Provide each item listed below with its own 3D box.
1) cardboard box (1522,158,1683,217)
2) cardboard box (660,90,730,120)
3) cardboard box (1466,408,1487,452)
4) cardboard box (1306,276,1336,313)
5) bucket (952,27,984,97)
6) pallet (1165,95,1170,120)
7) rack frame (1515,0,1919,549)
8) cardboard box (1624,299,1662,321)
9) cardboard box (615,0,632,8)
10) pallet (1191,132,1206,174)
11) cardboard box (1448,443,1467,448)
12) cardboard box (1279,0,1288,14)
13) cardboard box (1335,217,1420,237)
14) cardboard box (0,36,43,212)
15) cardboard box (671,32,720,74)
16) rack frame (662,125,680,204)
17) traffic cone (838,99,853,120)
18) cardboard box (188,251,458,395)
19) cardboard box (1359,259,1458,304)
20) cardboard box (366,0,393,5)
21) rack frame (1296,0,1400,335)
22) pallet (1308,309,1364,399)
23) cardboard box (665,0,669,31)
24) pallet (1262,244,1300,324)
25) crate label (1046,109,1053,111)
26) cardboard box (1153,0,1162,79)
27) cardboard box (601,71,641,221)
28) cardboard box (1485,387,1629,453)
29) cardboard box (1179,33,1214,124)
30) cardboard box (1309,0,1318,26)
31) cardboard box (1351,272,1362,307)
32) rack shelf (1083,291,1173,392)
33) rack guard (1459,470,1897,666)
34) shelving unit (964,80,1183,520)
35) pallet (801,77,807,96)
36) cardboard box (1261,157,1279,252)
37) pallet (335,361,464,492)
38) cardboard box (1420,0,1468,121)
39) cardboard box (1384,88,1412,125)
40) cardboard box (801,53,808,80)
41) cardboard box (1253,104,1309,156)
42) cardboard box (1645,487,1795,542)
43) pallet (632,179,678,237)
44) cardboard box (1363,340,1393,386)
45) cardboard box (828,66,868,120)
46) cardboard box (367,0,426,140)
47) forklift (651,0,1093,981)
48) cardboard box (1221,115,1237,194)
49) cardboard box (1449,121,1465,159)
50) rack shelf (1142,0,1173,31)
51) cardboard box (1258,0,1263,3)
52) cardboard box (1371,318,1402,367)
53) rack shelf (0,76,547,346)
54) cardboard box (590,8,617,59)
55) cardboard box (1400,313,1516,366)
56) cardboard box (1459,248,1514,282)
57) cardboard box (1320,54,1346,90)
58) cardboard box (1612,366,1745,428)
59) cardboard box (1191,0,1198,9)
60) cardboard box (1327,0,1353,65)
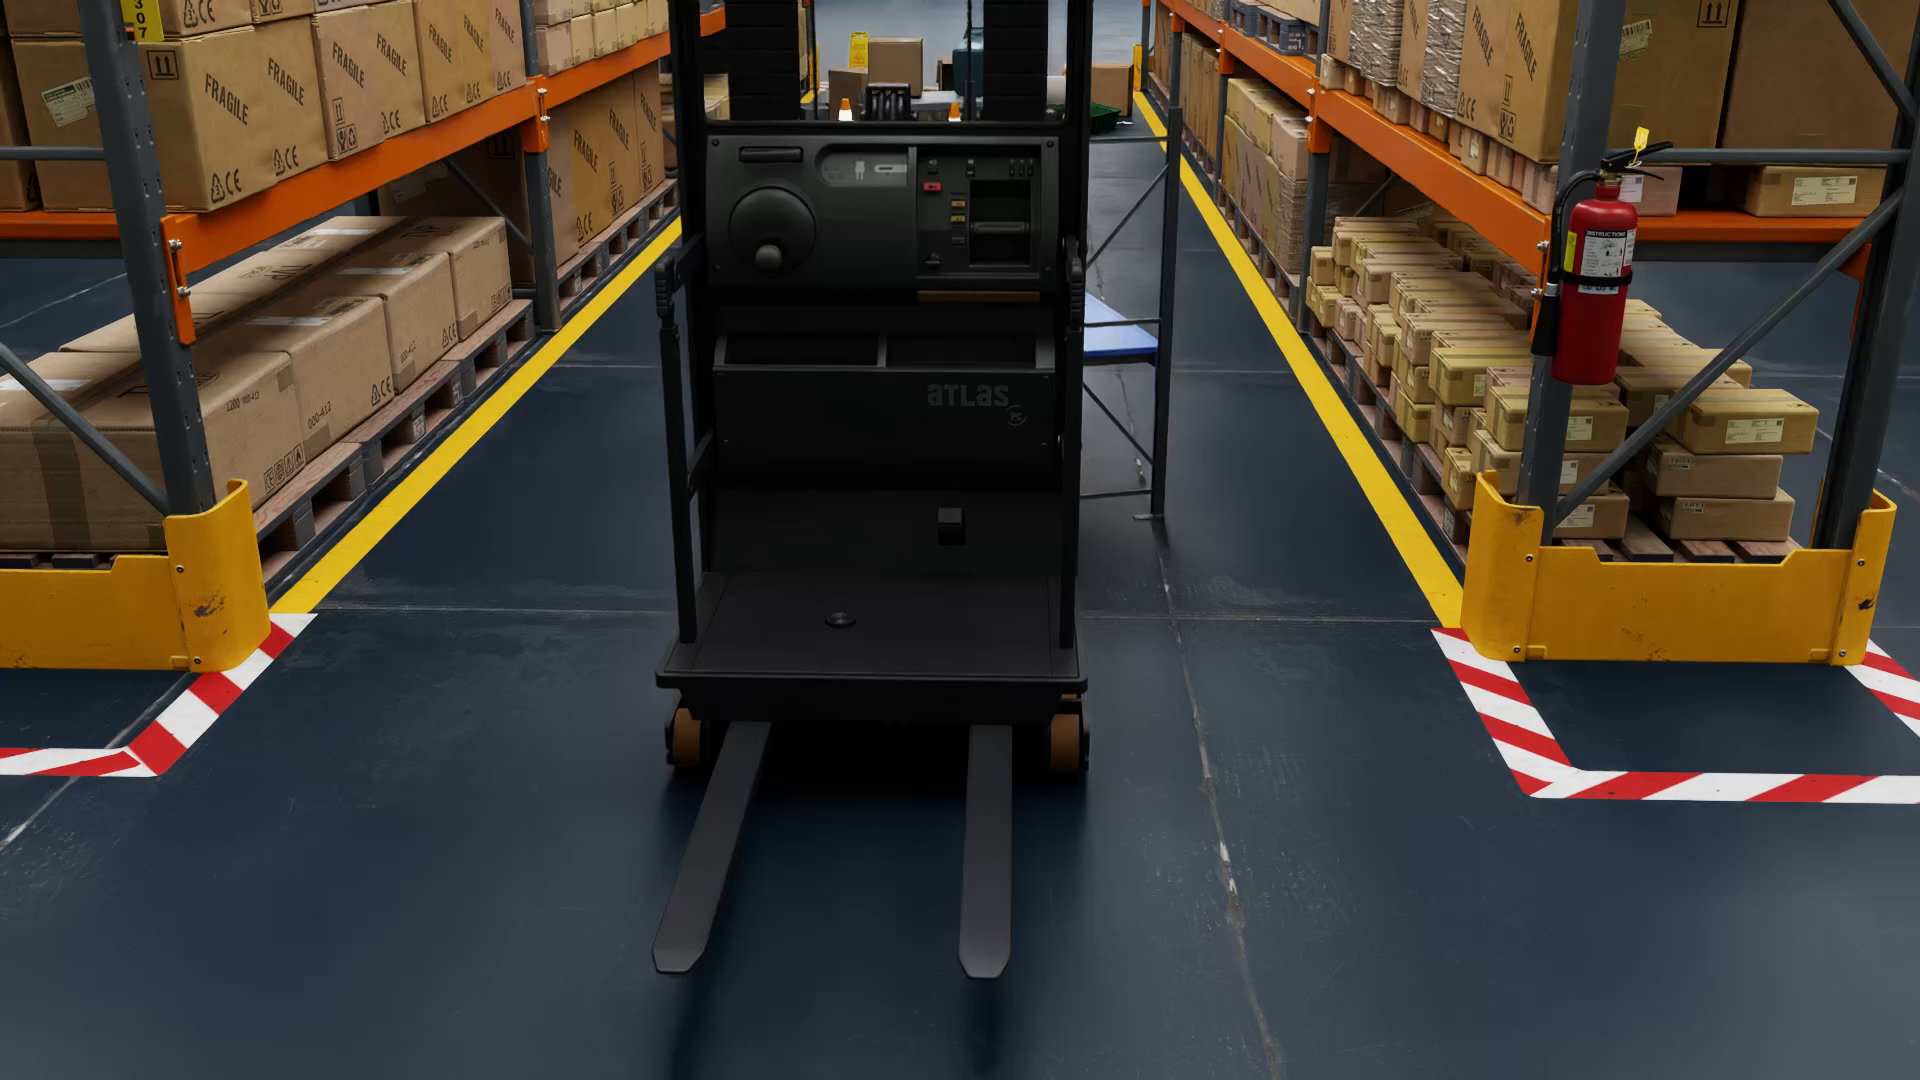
[{"bbox_3d":[1.911,-1.061,4.964,0.380,0.149,0.250,1,21,2],"label":"cardboard box"},{"bbox_3d":[-2.454,-3.683,14.427,0.950,0.372,0.625,1,21,3],"label":"cardboard box"},{"bbox_3d":[1.976,-0.350,5.734,0.380,0.149,0.250,0,21,0],"label":"cardboard box"},{"bbox_3d":[1.973,-1.242,8.443,0.380,0.149,0.250,0,21,-1],"label":"cardboard box"},{"bbox_3d":[0.248,-4.653,16.298,0.726,0.611,0.620,8,33,20],"label":"bucket"},{"bbox_3d":[2.650,-4.370,16.999,1.003,0.211,1.213,1,21,2],"label":"pallet"},{"bbox_3d":[2.184,-1.057,4.606,1.000,3.000,0.127,1,21,2],"label":"rack frame"},{"bbox_3d":[2.559,-0.863,6.644,0.380,0.149,0.250,1,21,2],"label":"cardboard box"},{"bbox_3d":[-2.307,-3.394,10.146,0.500,0.250,0.500,0,21,0],"label":"cardboard box"},{"bbox_3d":[2.566,-3.374,14.432,1.003,0.211,1.213,1,21,2],"label":"pallet"},{"bbox_3d":[1.992,-0.305,6.029,0.380,0.149,0.250,1,21,1],"label":"cardboard box"},{"bbox_3d":[2.164,-3.295,10.141,0.380,0.149,0.250,0,21,0],"label":"cardboard box"},{"bbox_3d":[2.088,-1.525,8.351,0.380,0.149,0.250,1,21,4],"label":"cardboard box"},{"bbox_3d":[-3.017,-1.299,5.091,0.500,0.500,0.500,1,21,2],"label":"cardboard box"},{"bbox_3d":[-2.652,-4.894,16.679,0.500,0.500,0.500,0,21,1],"label":"cardboard box"},{"bbox_3d":[-2.524,-3.967,12.107,1.000,3.000,0.127,1,21,2],"label":"rack frame"},{"bbox_3d":[-1.041,-3.767,15.098,0.336,0.463,0.334,1,21,2],"label":"traffic cone"},{"bbox_3d":[-2.798,-0.973,7.351,0.875,0.438,0.875,0,21,0],"label":"cardboard box"},{"bbox_3d":[1.987,-1.148,7.380,0.380,0.149,0.250,1,21,3],"label":"cardboard box"},{"bbox_3d":[-2.437,-2.312,6.319,0.500,0.500,0.500,1,21,2],"label":"cardboard box"},{"bbox_3d":[2.305,-2.503,8.334,1.000,3.000,0.127,1,21,2],"label":"rack frame"},{"bbox_3d":[2.320,-0.960,8.211,1.003,0.211,1.213,1,21,2],"label":"pallet"},{"bbox_3d":[-2.280,-3.712,11.656,0.500,0.250,0.500,0,21,0],"label":"cardboard box"},{"bbox_3d":[2.328,-1.485,9.564,1.003,0.211,1.213,1,21,2],"label":"pallet"},{"bbox_3d":[0.967,-4.321,16.975,0.298,0.136,0.250,-16,26,-35],"label":"crate label"},{"bbox_3d":[2.716,-5.801,19.191,0.875,0.875,0.875,1,21,2],"label":"cardboard box"},{"bbox_3d":[-2.659,-2.601,10.943,0.875,0.875,0.875,1,21,2],"label":"cardboard box"},{"bbox_3d":[1.946,-0.395,5.439,0.380,0.149,0.250,1,21,2],"label":"cardboard box"},{"bbox_3d":[2.620,-4.317,15.539,1.050,0.750,0.750,1,21,1],"label":"cardboard box"},{"bbox_3d":[2.136,-2.912,9.153,0.380,0.149,0.250,1,21,1],"label":"cardboard box"},{"bbox_3d":[2.085,-1.200,7.925,0.380,0.149,0.250,1,21,1],"label":"cardboard box"},{"bbox_3d":[0.391,-0.777,6.455,0.538,0.185,1.000,-5,22,-14],"label":"rack shelf"},{"bbox_3d":[2.186,0.081,5.129,1.175,0.500,0.348,1,21,2],"label":"rack guard"},{"bbox_3d":[0.391,-0.944,6.390,0.538,1.500,1.048,-5,22,-14],"label":"shelving unit"},{"bbox_3d":[-2.343,-5.239,19.240,1.003,0.211,1.213,1,21,2],"label":"pallet"},{"bbox_3d":[2.092,-1.990,9.885,0.500,0.500,0.500,0,21,0],"label":"cardboard box"},{"bbox_3d":[-2.781,-0.505,7.038,1.003,0.211,1.213,1,21,2],"label":"pallet"},{"bbox_3d":[1.967,-1.777,5.913,0.500,0.500,0.500,1,21,2],"label":"cardboard box"},{"bbox_3d":[1.978,-1.811,6.896,0.380,0.149,0.250,2,21,4],"label":"cardboard box"},{"bbox_3d":[-2.037,-5.470,19.200,0.500,0.250,0.500,1,21,1],"label":"cardboard box"},{"bbox_3d":[2.106,-2.532,10.247,0.500,0.250,0.500,0,21,-1],"label":"cardboard box"},{"bbox_3d":[2.520,-0.110,5.525,0.380,0.149,0.250,1,21,3],"label":"cardboard box"},{"bbox_3d":[-2.623,-2.383,11.879,1.003,0.211,1.213,1,21,2],"label":"pallet"},{"bbox_3d":[1.974,-0.772,7.233,0.380,0.149,0.250,0,21,0],"label":"cardboard box"},{"bbox_3d":[-1.010,-4.622,17.246,0.500,0.500,0.500,18,27,38],"label":"cardboard box"},{"bbox_3d":[-2.446,-1.840,6.487,0.500,0.500,0.500,1,21,3],"label":"cardboard box"},{"bbox_3d":[-0.210,-0.860,4.194,1.130,2.935,3.031,1,21,2],"label":"forklift"},{"bbox_3d":[2.151,-2.727,11.785,0.500,0.500,0.500,0,21,-1],"label":"cardboard box"},{"bbox_3d":[1.971,-1.429,5.912,0.380,0.149,0.250,0,21,-1],"label":"cardboard box"},{"bbox_3d":[2.609,-5.784,17.782,1.077,0.370,4.000,1,21,2],"label":"rack shelf"},{"bbox_3d":[2.196,-3.674,11.118,0.380,0.149,0.250,2,21,4],"label":"cardboard box"},{"bbox_3d":[1.938,-0.824,6.955,0.380,0.149,0.250,1,21,2],"label":"cardboard box"},{"bbox_3d":[-2.706,-1.463,6.646,1.077,0.370,4.000,1,21,2],"label":"rack shelf"},{"bbox_3d":[-2.323,-2.980,9.769,0.500,0.250,0.500,0,21,1],"label":"cardboard box"},{"bbox_3d":[1.916,-0.771,6.408,0.380,0.149,0.250,1,21,4],"label":"cardboard box"},{"bbox_3d":[2.500,-1.240,7.616,0.380,0.149,0.250,1,21,3],"label":"cardboard box"},{"bbox_3d":[1.970,-2.287,8.125,0.380,0.149,0.250,1,21,4],"label":"cardboard box"},{"bbox_3d":[2.427,-0.488,5.677,0.380,0.149,0.250,1,21,3],"label":"cardboard box"},{"bbox_3d":[2.216,-4.708,13.879,0.500,0.500,0.500,1,21,2],"label":"cardboard box"},{"bbox_3d":[2.038,-2.512,7.808,0.500,0.500,0.500,0,21,1],"label":"cardboard box"}]
